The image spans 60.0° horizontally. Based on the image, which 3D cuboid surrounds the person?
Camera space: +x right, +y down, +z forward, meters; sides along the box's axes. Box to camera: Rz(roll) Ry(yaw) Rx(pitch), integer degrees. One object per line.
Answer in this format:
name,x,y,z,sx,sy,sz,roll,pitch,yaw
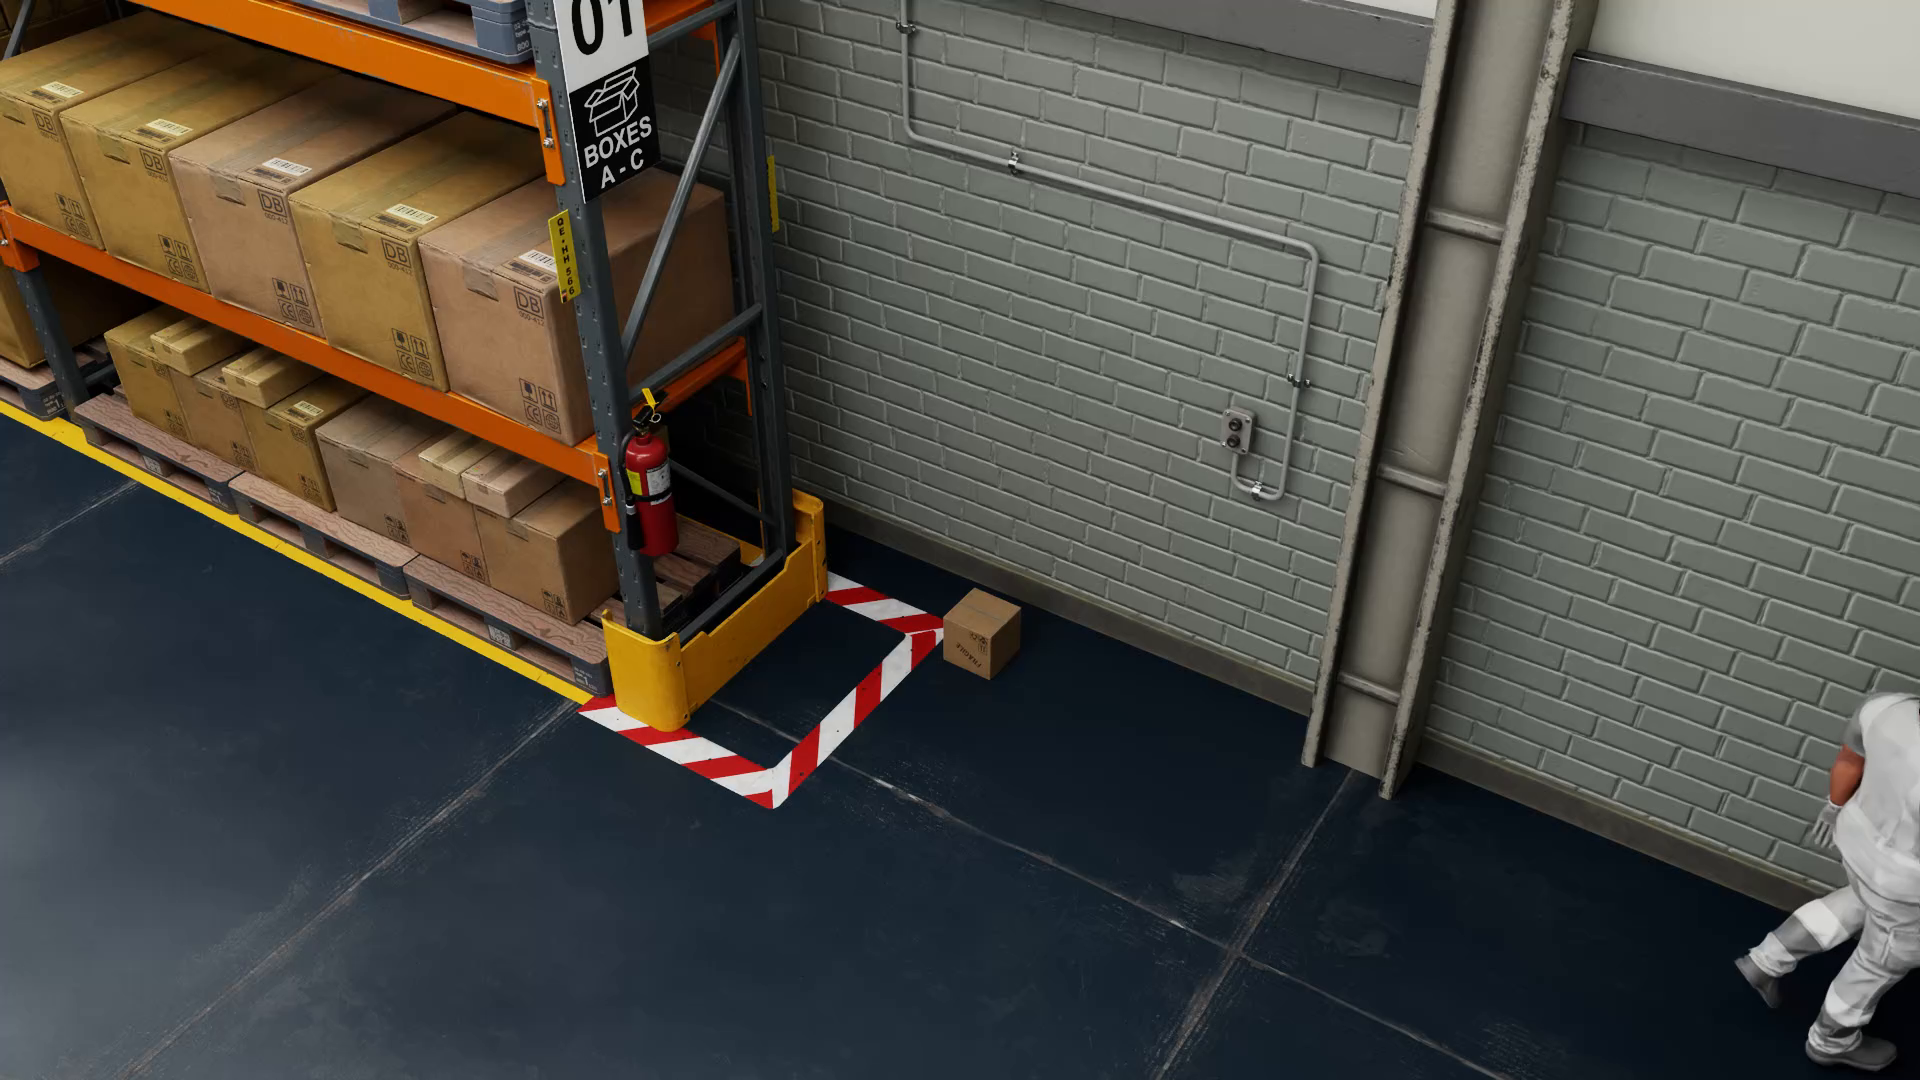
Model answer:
person,2.966,1.036,5.309,0.534,1.778,0.567,-3,38,-4
